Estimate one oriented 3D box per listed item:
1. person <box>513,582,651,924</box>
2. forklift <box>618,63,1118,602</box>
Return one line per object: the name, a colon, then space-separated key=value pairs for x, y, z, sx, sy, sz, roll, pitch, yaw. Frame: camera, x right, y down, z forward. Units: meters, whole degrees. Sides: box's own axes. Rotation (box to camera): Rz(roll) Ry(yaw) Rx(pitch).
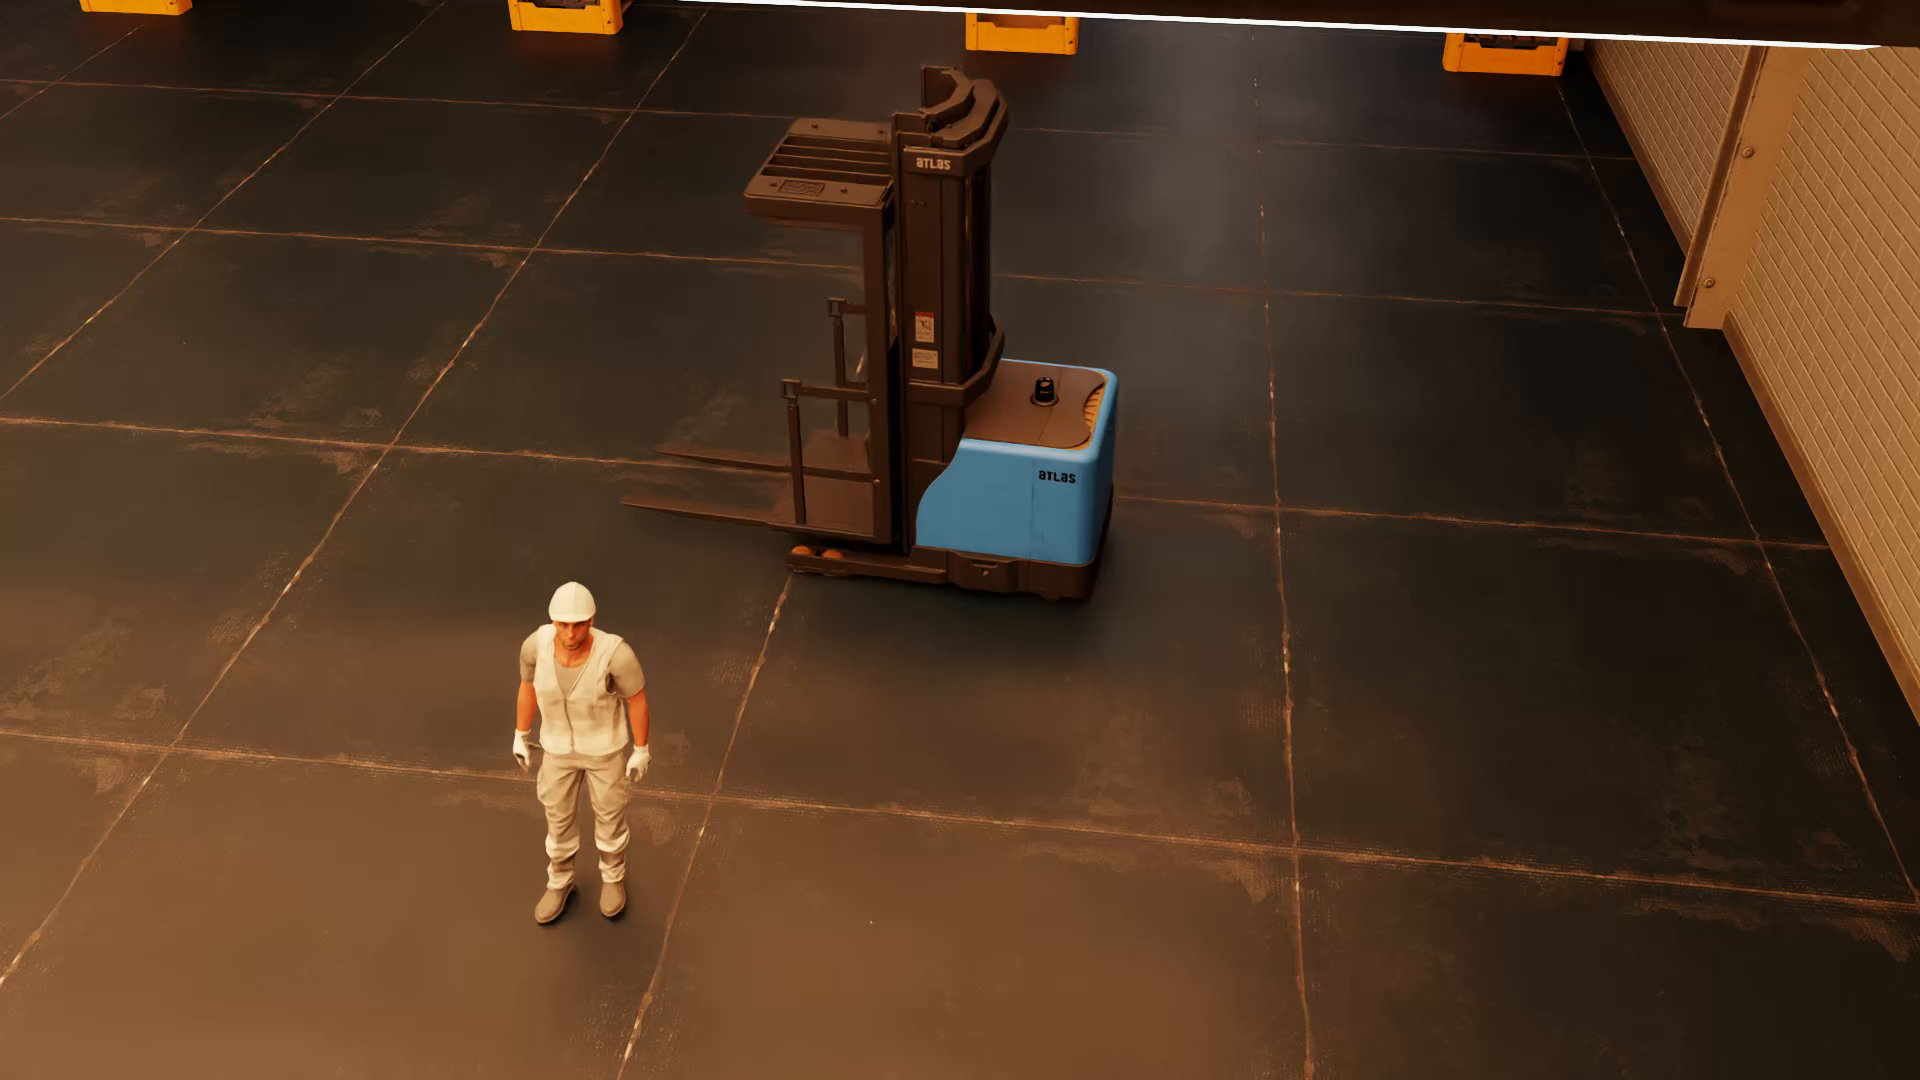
person: x=-1.750 y=0.994 z=7.639 sx=0.635 sy=1.792 sz=0.536 roll=3 pitch=37 yaw=5
forklift: x=-0.599 y=-1.251 z=9.726 sx=3.031 sy=2.935 sz=1.130 roll=7 pitch=37 yaw=9
